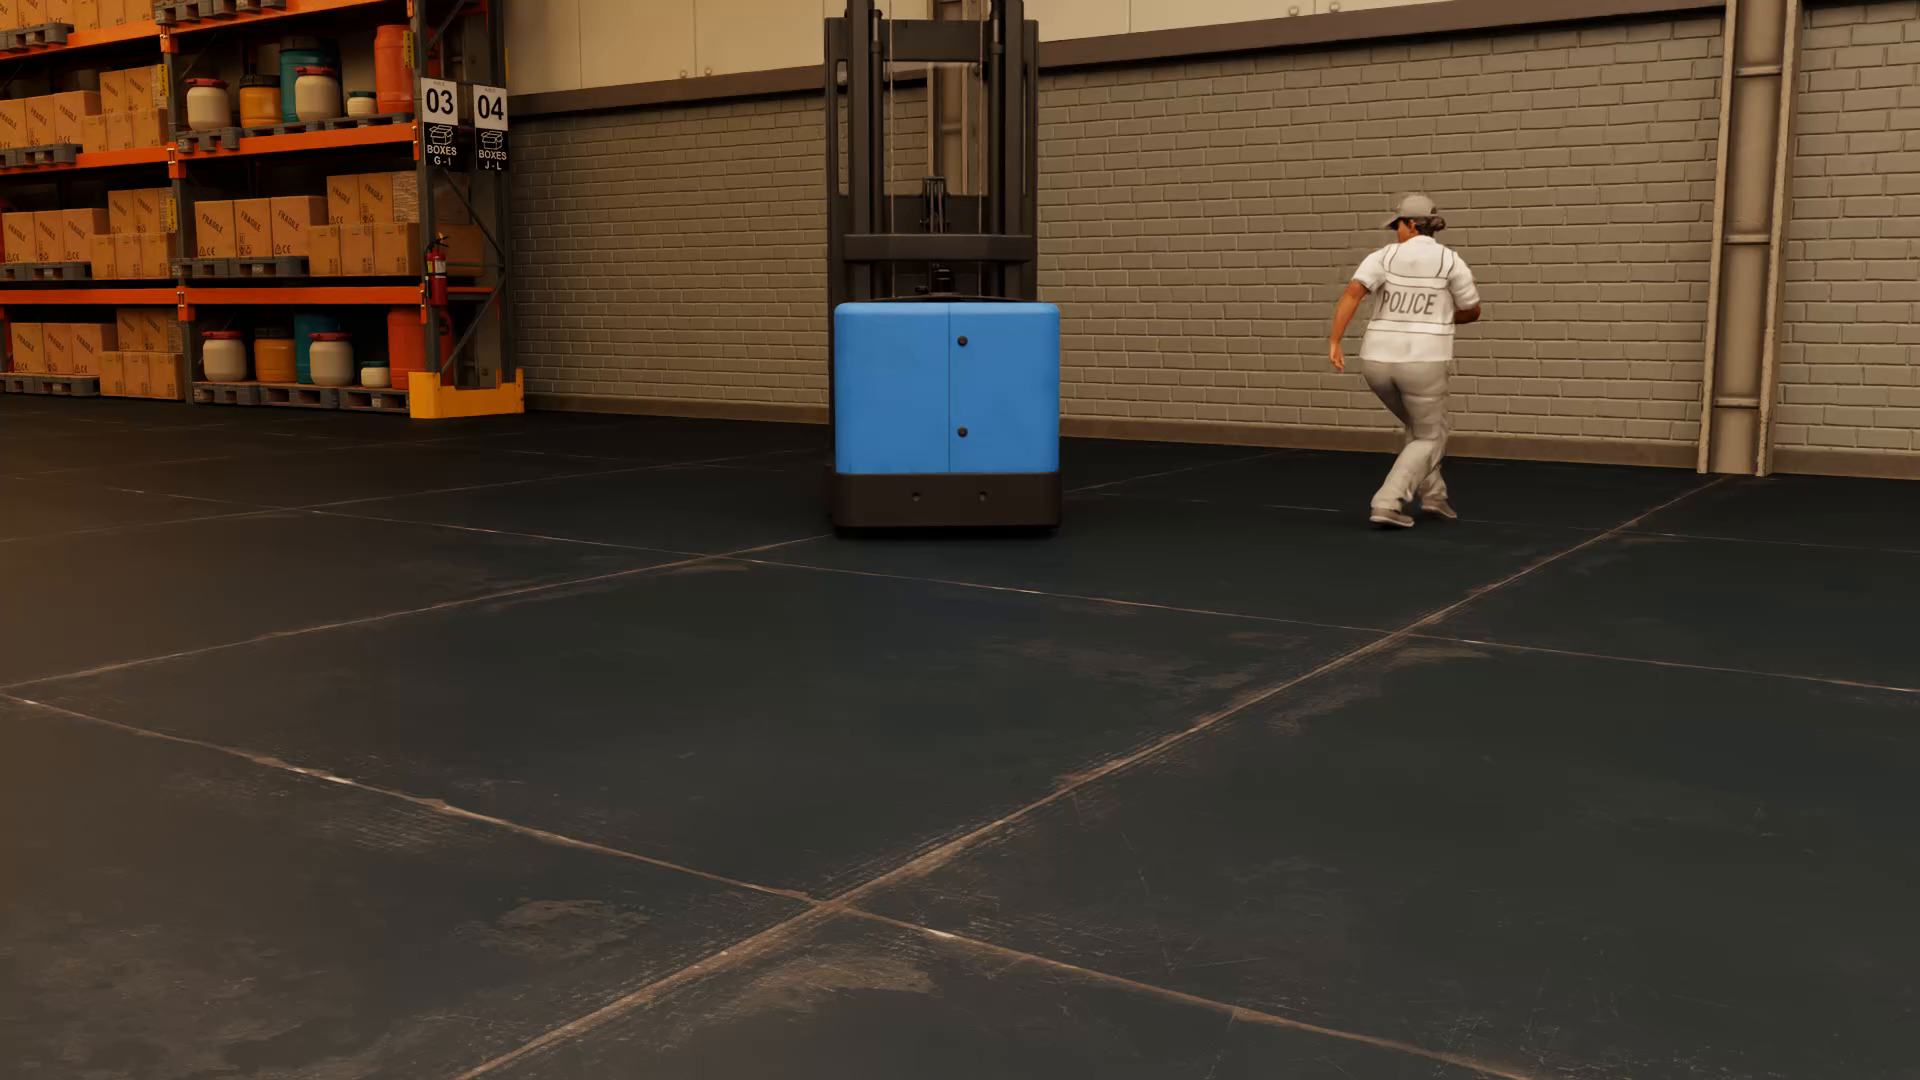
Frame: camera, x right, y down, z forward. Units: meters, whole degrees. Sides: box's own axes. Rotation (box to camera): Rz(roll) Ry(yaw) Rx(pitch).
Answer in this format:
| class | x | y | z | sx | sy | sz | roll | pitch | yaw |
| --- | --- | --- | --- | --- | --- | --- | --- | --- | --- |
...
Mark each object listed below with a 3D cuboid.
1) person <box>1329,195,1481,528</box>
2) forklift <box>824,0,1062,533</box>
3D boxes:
| class | x | y | z | sx | sy | sz | roll | pitch | yaw |
| --- | --- | --- | --- | --- | --- | --- | --- | --- | --- |
| person | 2.212 | -0.849 | 8.062 | 0.891 | 1.621 | 0.514 | -8 | 11 | -44 |
| forklift | -0.165 | -1.655 | 8.829 | 1.130 | 2.935 | 3.031 | -1 | 8 | -4 |
